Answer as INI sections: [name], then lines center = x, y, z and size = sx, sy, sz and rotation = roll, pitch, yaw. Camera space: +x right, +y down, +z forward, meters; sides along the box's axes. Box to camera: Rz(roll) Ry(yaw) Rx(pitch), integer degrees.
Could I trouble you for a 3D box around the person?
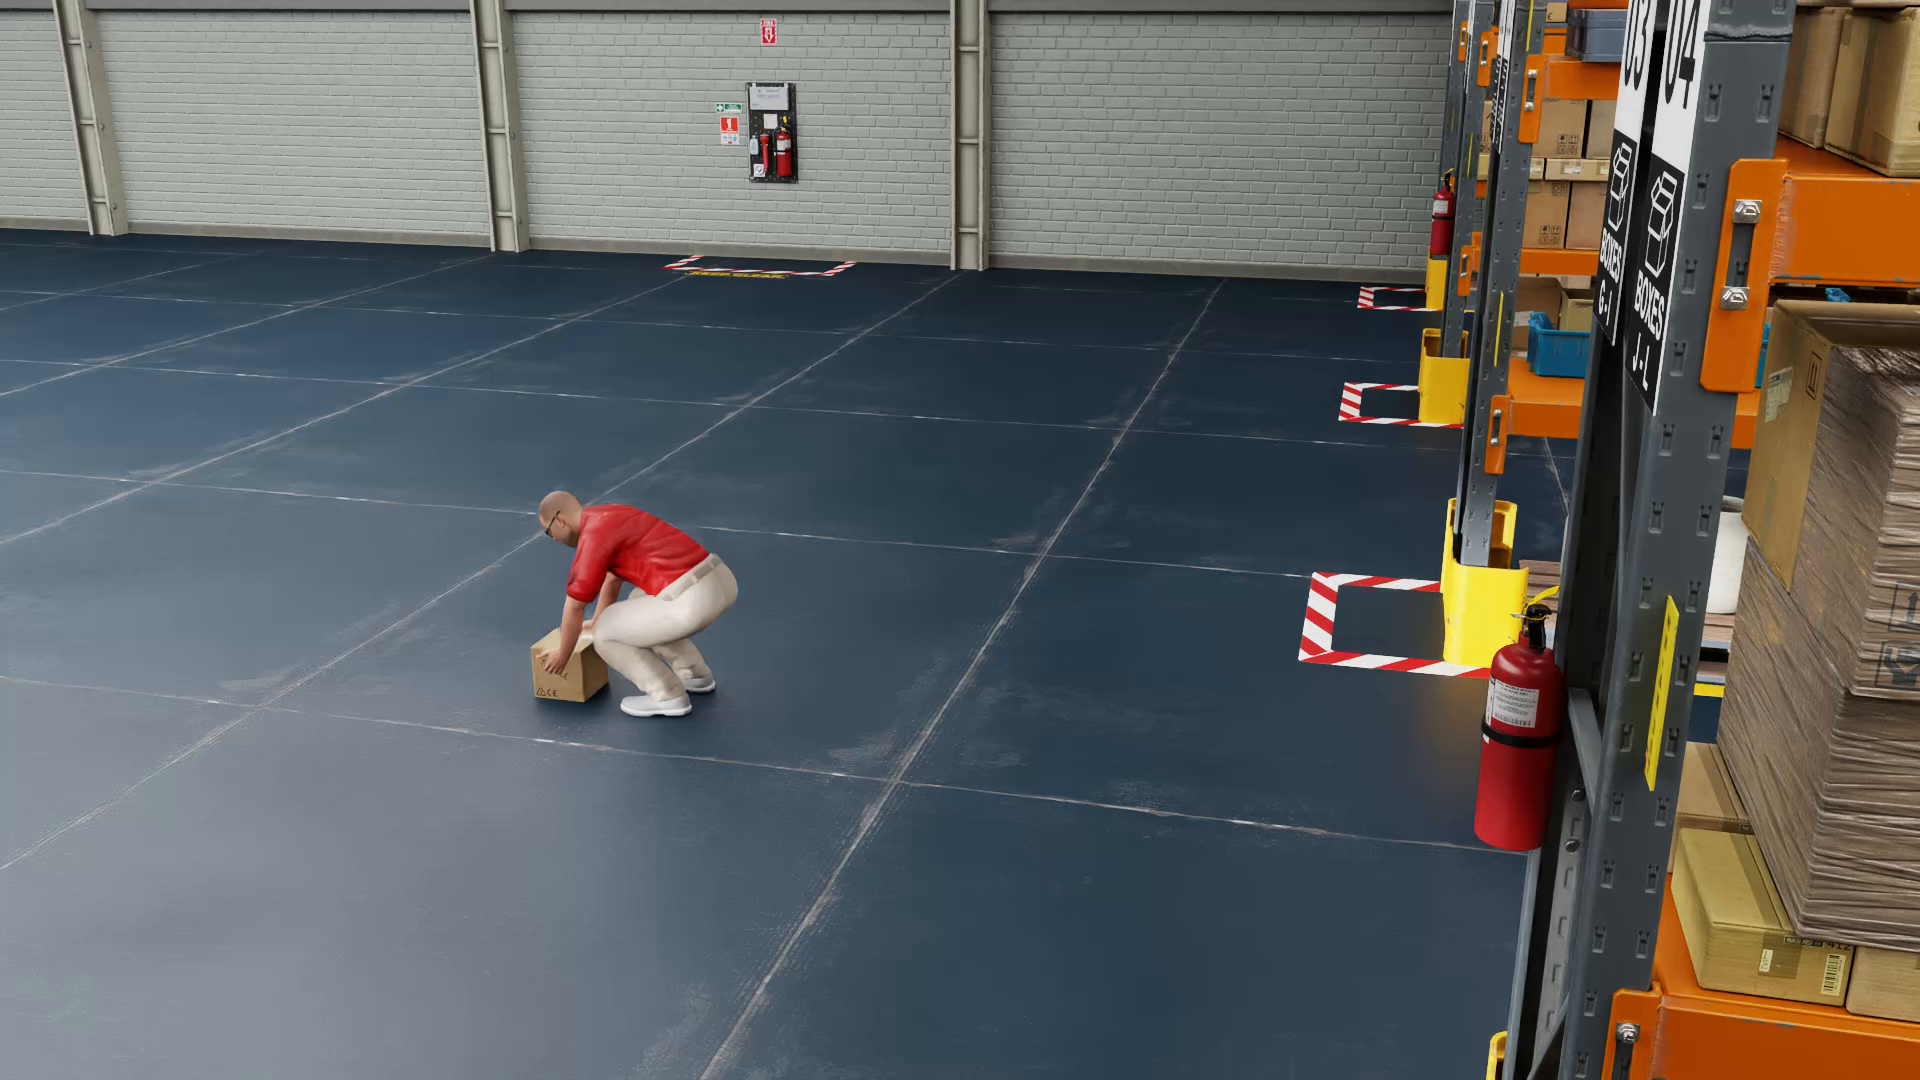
[person]
center = -1.481, 0.360, 7.529
size = 0.872, 0.852, 0.546
rotation = 4, 19, 13
